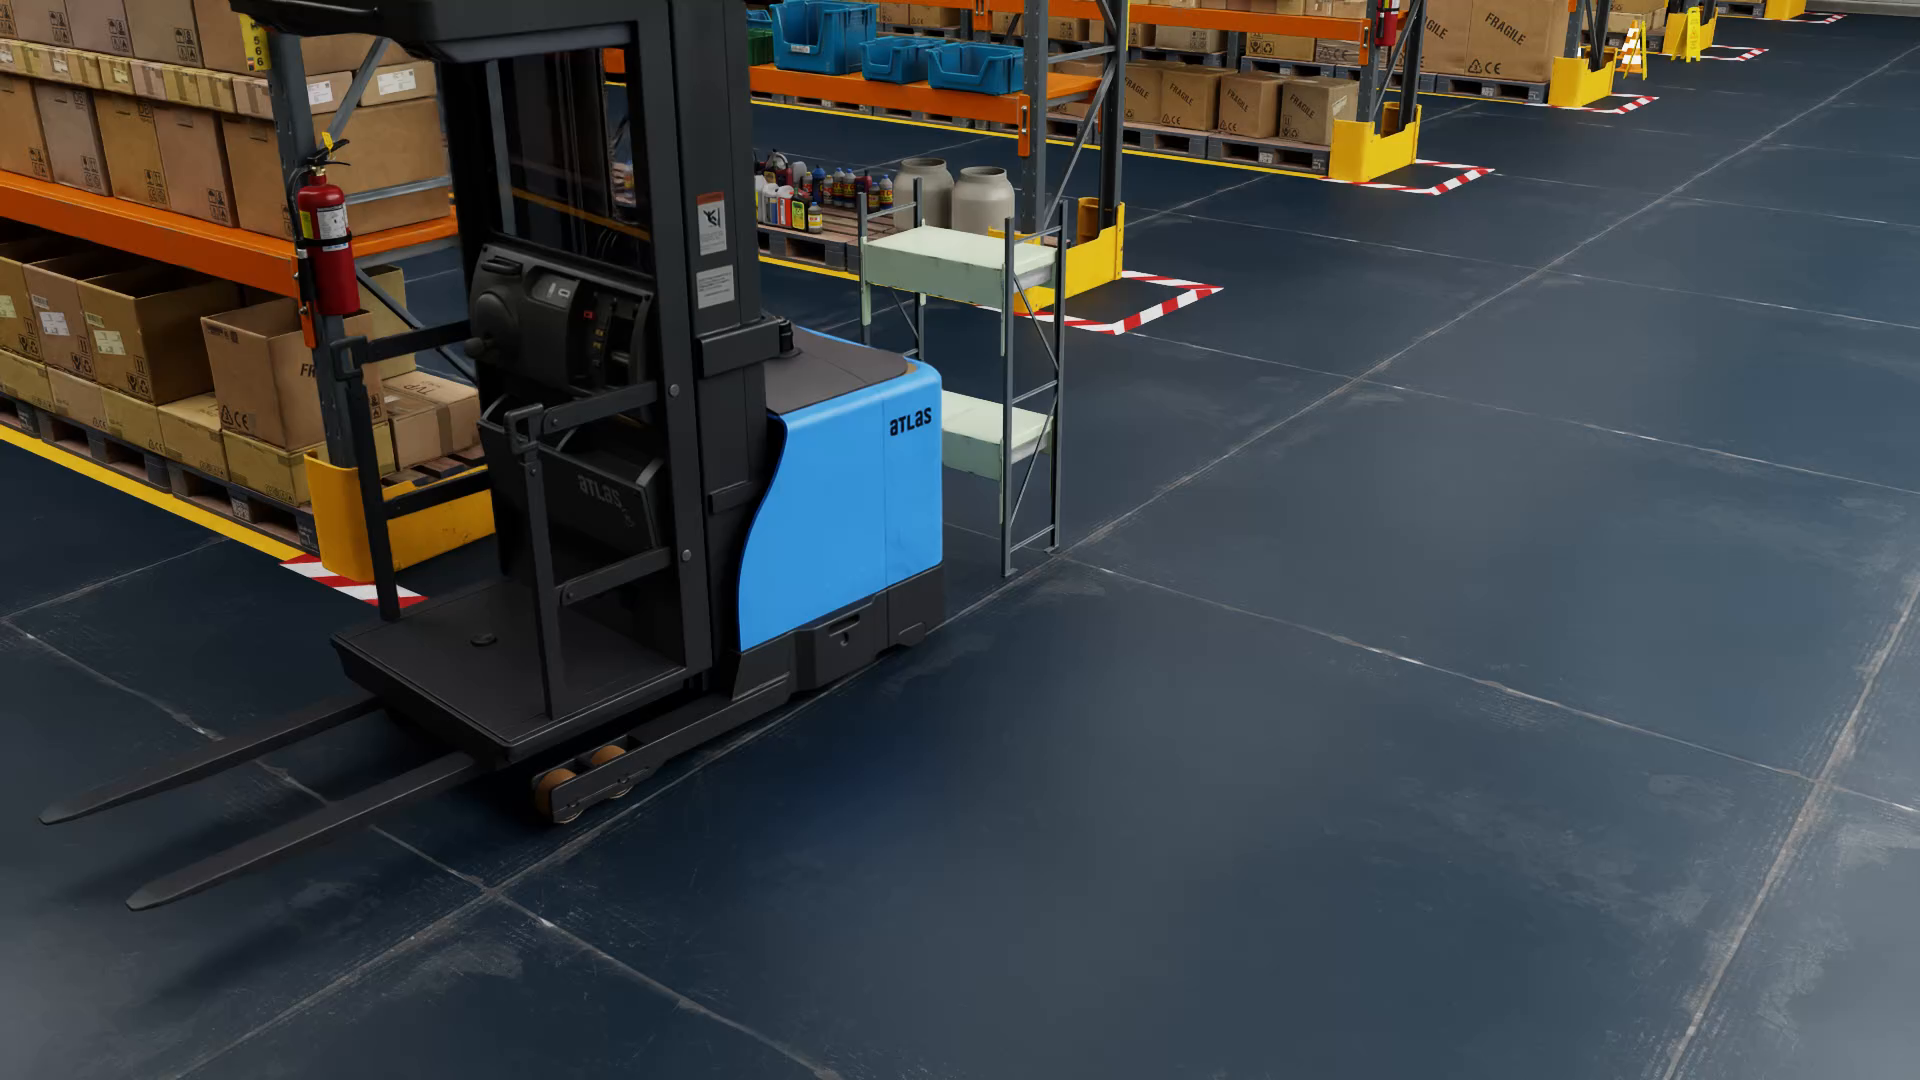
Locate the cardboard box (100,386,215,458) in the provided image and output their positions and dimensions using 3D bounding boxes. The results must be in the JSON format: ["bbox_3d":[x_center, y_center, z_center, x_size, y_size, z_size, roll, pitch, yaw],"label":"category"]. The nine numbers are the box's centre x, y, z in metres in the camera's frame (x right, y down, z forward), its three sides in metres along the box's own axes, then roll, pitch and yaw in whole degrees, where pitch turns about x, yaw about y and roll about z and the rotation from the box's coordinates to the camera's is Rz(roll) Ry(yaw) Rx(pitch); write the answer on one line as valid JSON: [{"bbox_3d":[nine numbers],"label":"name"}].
[{"bbox_3d":[-3.662,-0.626,7.841,0.500,0.250,0.500,17,29,33],"label":"cardboard box"}]

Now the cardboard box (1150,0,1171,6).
[{"bbox_3d":[1.923,-4.915,14.997,0.250,0.149,0.380,17,29,33],"label":"cardboard box"}]

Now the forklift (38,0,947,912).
[{"bbox_3d":[-1.423,-0.684,5.167,1.130,2.935,3.031,21,31,39],"label":"forklift"}]

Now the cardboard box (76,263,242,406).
[{"bbox_3d":[-3.664,-0.969,7.687,0.500,0.500,0.500,17,29,33],"label":"cardboard box"}]

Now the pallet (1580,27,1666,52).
[{"bbox_3d":[8.951,-6.764,22.339,1.213,0.211,1.003,17,29,33],"label":"pallet"}]

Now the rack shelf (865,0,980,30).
[{"bbox_3d":[-1.104,-5.738,17.444,4.000,0.370,1.077,17,29,33],"label":"rack shelf"}]

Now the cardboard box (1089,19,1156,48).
[{"bbox_3d":[2.231,-6.677,20.954,0.750,0.750,1.050,17,29,33],"label":"cardboard box"}]

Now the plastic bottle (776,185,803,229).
[{"bbox_3d":[-1.191,-2.345,11.685,0.135,0.276,0.152,17,29,34],"label":"plastic bottle"}]

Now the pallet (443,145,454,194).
[{"bbox_3d":[-4.106,-3.181,14.209,1.213,0.211,1.003,17,29,33],"label":"pallet"}]

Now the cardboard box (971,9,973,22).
[{"bbox_3d":[-0.062,-7.428,22.968,0.500,0.500,0.500,15,28,31],"label":"cardboard box"}]

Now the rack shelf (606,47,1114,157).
[{"bbox_3d":[-0.874,-3.172,11.622,4.000,0.370,1.077,17,29,33],"label":"rack shelf"}]

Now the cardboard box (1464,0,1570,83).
[{"bbox_3d":[6.170,-5.554,18.250,0.875,0.875,0.875,17,29,34],"label":"cardboard box"}]

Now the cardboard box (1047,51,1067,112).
[{"bbox_3d":[0.792,-4.522,16.372,0.500,0.500,0.500,16,28,32],"label":"cardboard box"}]

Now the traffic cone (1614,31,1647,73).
[{"bbox_3d":[8.129,-5.900,20.067,0.334,0.463,0.336,17,29,33],"label":"traffic cone"}]

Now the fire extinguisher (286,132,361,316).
[{"bbox_3d":[-2.431,-1.207,6.365,0.183,0.674,0.296,17,29,33],"label":"fire extinguisher"}]

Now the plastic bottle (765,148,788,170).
[{"bbox_3d":[-1.374,-2.787,12.595,0.185,0.351,0.144,17,29,33],"label":"plastic bottle"}]

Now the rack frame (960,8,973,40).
[{"bbox_3d":[0.351,-8.126,21.974,0.127,3.000,1.000,17,29,33],"label":"rack frame"}]

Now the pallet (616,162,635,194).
[{"bbox_3d":[-3.126,-2.887,13.540,1.213,0.211,1.003,17,29,33],"label":"pallet"}]

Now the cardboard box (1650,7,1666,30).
[{"bbox_3d":[9.161,-7.032,22.378,0.500,0.250,0.500,17,29,33],"label":"cardboard box"}]

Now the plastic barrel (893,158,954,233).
[{"bbox_3d":[-0.247,-2.327,11.377,0.421,0.512,0.421,0,24,0],"label":"plastic barrel"}]

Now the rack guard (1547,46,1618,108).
[{"bbox_3d":[6.772,-5.042,18.074,0.348,0.500,1.175,17,29,33],"label":"rack guard"}]

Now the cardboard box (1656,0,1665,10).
[{"bbox_3d":[9.141,-7.380,22.239,0.500,0.500,0.500,16,28,32],"label":"cardboard box"}]

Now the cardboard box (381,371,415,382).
[{"bbox_3d":[-2.945,-0.676,7.953,0.500,0.250,0.500,17,29,33],"label":"cardboard box"}]

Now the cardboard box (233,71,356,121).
[{"bbox_3d":[-2.667,-1.794,6.674,0.250,0.149,0.380,16,29,32],"label":"cardboard box"}]

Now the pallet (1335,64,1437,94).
[{"bbox_3d":[5.094,-5.379,19.197,1.213,0.211,1.003,17,29,33],"label":"pallet"}]

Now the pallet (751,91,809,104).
[{"bbox_3d":[-2.080,-5.085,18.529,1.213,0.211,1.003,17,29,33],"label":"pallet"}]

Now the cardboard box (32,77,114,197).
[{"bbox_3d":[-3.854,-1.957,7.847,0.500,0.500,0.700,18,29,35],"label":"cardboard box"}]

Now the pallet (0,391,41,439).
[{"bbox_3d":[-4.837,-0.906,9.045,1.213,0.211,1.003,17,29,33],"label":"pallet"}]

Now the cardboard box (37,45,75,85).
[{"bbox_3d":[-3.910,-2.169,7.523,0.250,0.149,0.380,16,29,33],"label":"cardboard box"}]

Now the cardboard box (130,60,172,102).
[{"bbox_3d":[-3.282,-1.980,7.096,0.250,0.149,0.380,17,29,34],"label":"cardboard box"}]

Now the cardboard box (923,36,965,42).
[{"bbox_3d":[-0.353,-4.918,17.245,0.500,0.500,0.700,17,29,33],"label":"cardboard box"}]

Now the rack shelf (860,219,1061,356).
[{"bbox_3d":[0.005,-1.042,6.787,0.720,0.370,0.431,17,29,33],"label":"rack shelf"}]

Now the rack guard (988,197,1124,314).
[{"bbox_3d":[0.637,-1.877,10.891,0.348,0.500,1.175,17,29,33],"label":"rack guard"}]

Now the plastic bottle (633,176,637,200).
[{"bbox_3d":[-2.401,-2.663,12.499,0.097,0.201,0.097,0,24,0],"label":"plastic bottle"}]

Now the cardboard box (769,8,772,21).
[{"bbox_3d":[-1.720,-5.674,18.032,0.500,0.250,0.500,21,31,39],"label":"cardboard box"}]

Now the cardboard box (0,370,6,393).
[{"bbox_3d":[-4.862,-0.989,8.665,0.500,0.250,0.500,17,29,33],"label":"cardboard box"}]

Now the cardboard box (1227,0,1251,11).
[{"bbox_3d":[2.548,-4.747,14.616,0.250,0.149,0.380,17,29,33],"label":"cardboard box"}]

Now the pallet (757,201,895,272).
[{"bbox_3d":[-0.982,-2.239,12.069,1.213,0.211,1.003,17,29,33],"label":"pallet"}]

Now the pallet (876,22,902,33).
[{"bbox_3d":[-1.246,-7.335,23.636,1.213,0.211,1.003,17,29,33],"label":"pallet"}]

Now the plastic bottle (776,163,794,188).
[{"bbox_3d":[-1.310,-2.681,12.438,0.133,0.283,0.061,17,29,33],"label":"plastic bottle"}]

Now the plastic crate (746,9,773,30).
[{"bbox_3d":[-1.426,-3.737,12.196,0.616,0.251,0.499,17,29,33],"label":"plastic crate"}]

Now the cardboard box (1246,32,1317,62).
[{"bbox_3d":[4.013,-6.204,19.726,0.875,0.875,0.875,17,29,34],"label":"cardboard box"}]

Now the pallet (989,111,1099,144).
[{"bbox_3d":[1.055,-4.156,16.421,1.213,0.211,1.003,17,29,33],"label":"pallet"}]

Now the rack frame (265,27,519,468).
[{"bbox_3d":[-2.247,-1.421,6.754,0.127,3.000,1.000,17,29,33],"label":"rack frame"}]

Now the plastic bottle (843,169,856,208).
[{"bbox_3d":[-0.812,-2.593,12.252,0.097,0.271,0.097,0,24,0],"label":"plastic bottle"}]

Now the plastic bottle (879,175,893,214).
[{"bbox_3d":[-0.538,-2.510,12.064,0.097,0.271,0.097,0,24,0],"label":"plastic bottle"}]

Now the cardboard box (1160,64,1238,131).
[{"bbox_3d":[2.219,-4.112,15.441,0.500,0.500,0.500,20,31,38],"label":"cardboard box"}]

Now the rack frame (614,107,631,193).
[{"bbox_3d":[-2.474,-3.985,12.575,0.127,3.000,1.000,17,29,33],"label":"rack frame"}]

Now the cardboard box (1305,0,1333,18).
[{"bbox_3d":[3.145,-4.564,14.200,0.250,0.149,0.380,17,29,33],"label":"cardboard box"}]

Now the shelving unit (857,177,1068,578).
[{"bbox_3d":[0.005,-0.685,6.944,0.755,1.500,0.431,17,29,33],"label":"shelving unit"}]

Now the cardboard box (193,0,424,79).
[{"bbox_3d":[-2.656,-2.190,6.767,0.500,0.500,0.700,17,29,33],"label":"cardboard box"}]

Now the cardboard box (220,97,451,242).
[{"bbox_3d":[-2.613,-1.584,7.000,0.500,0.500,0.700,17,29,33],"label":"cardboard box"}]

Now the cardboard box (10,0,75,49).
[{"bbox_3d":[-3.884,-2.558,7.603,0.500,0.500,0.700,17,29,33],"label":"cardboard box"}]

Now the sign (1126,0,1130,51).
[{"bbox_3d":[1.060,-3.321,10.724,0.005,0.325,0.100,17,29,33],"label":"sign"}]

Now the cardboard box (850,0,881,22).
[{"bbox_3d":[-1.179,-7.499,23.129,0.500,0.500,0.500,15,28,31],"label":"cardboard box"}]

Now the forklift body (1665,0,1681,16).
[{"bbox_3d":[10.003,-8.897,24.776,1.214,2.155,2.313,17,29,33],"label":"forklift body"}]

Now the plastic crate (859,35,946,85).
[{"bbox_3d":[-0.370,-3.133,10.826,0.408,0.251,0.499,17,29,33],"label":"plastic crate"}]

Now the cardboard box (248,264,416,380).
[{"bbox_3d":[-2.944,-1.020,7.803,0.500,0.500,0.500,17,29,33],"label":"cardboard box"}]

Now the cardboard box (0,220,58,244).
[{"bbox_3d":[-4.860,-1.334,8.516,0.500,0.500,0.500,17,29,33],"label":"cardboard box"}]

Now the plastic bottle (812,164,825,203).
[{"bbox_3d":[-1.054,-2.666,12.418,0.097,0.271,0.097,0,24,0],"label":"plastic bottle"}]
